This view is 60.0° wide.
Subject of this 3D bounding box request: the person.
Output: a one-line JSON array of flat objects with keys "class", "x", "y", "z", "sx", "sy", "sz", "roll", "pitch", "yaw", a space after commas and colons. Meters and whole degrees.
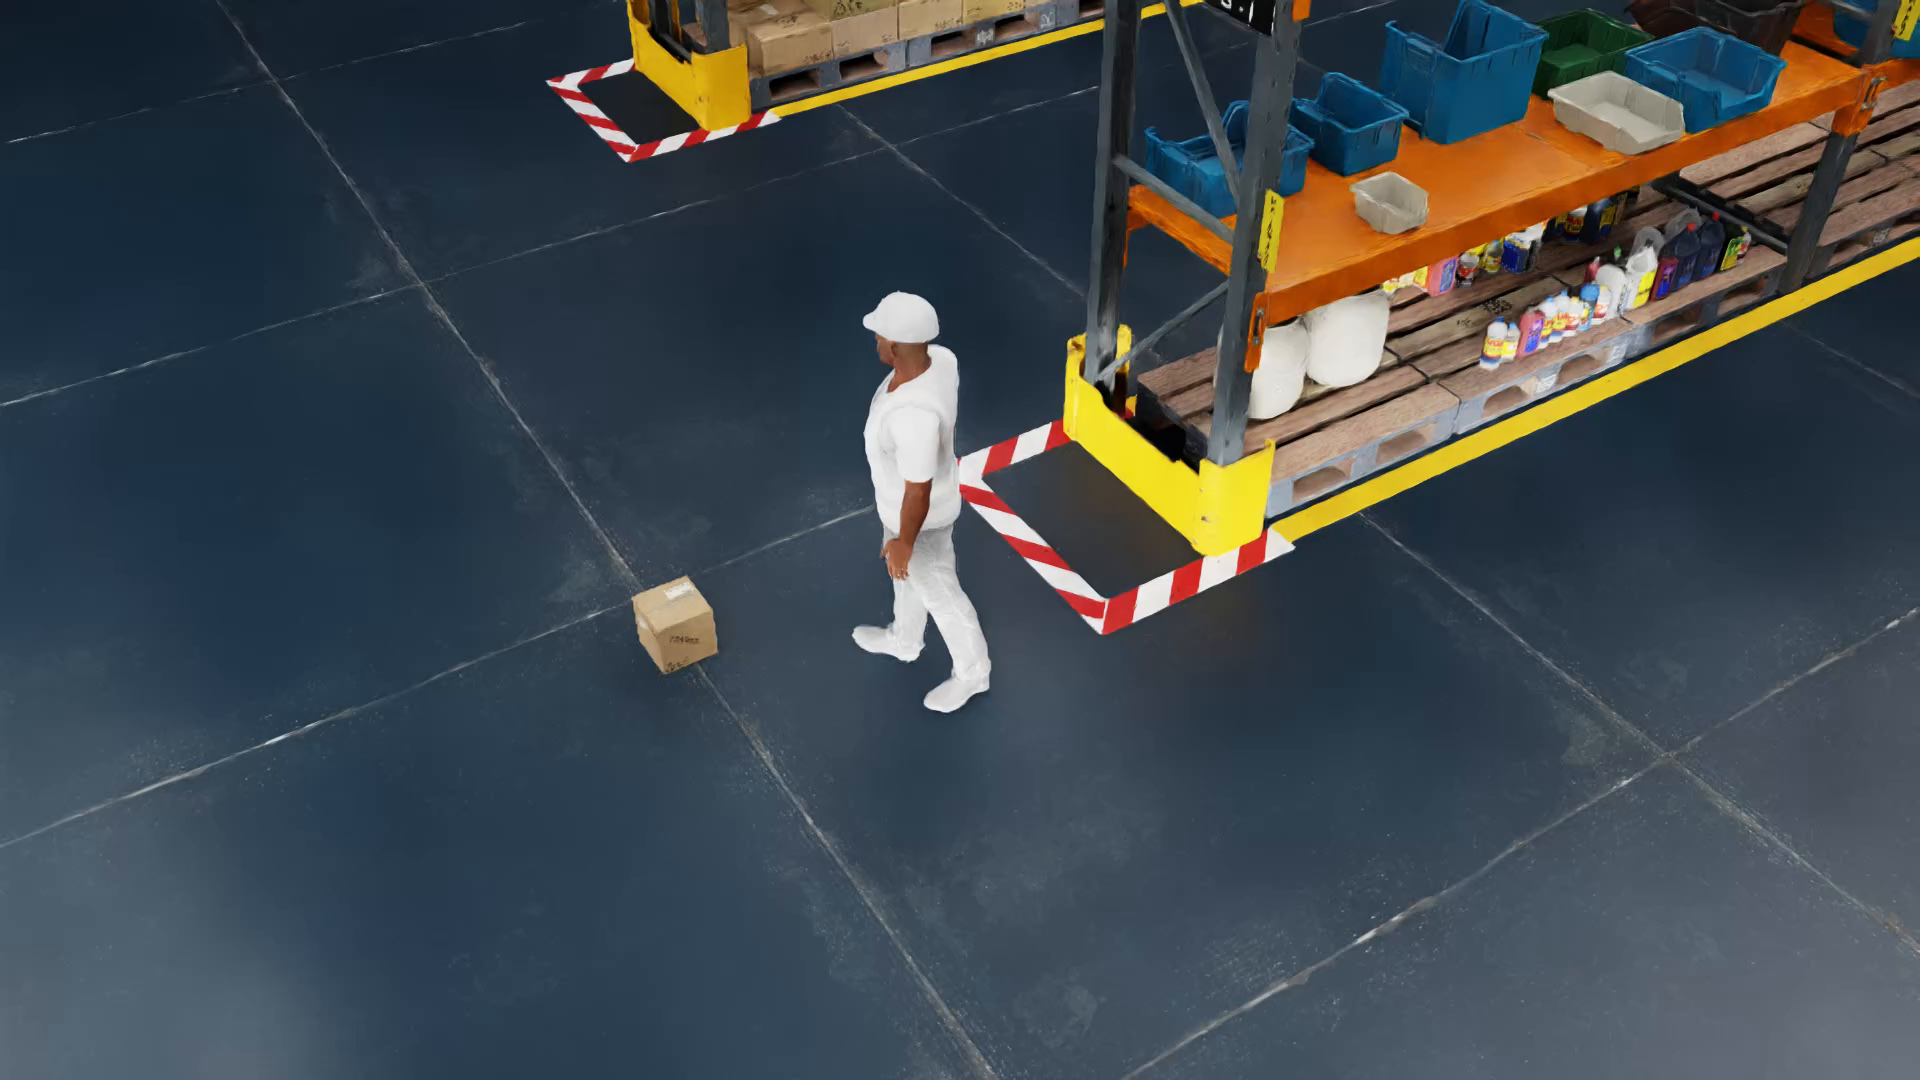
[{"class": "person", "x": -0.163, "y": -0.141, "z": 6.298, "sx": 0.582, "sy": 1.771, "sz": 0.591, "roll": 0, "pitch": 41, "yaw": 0}]
